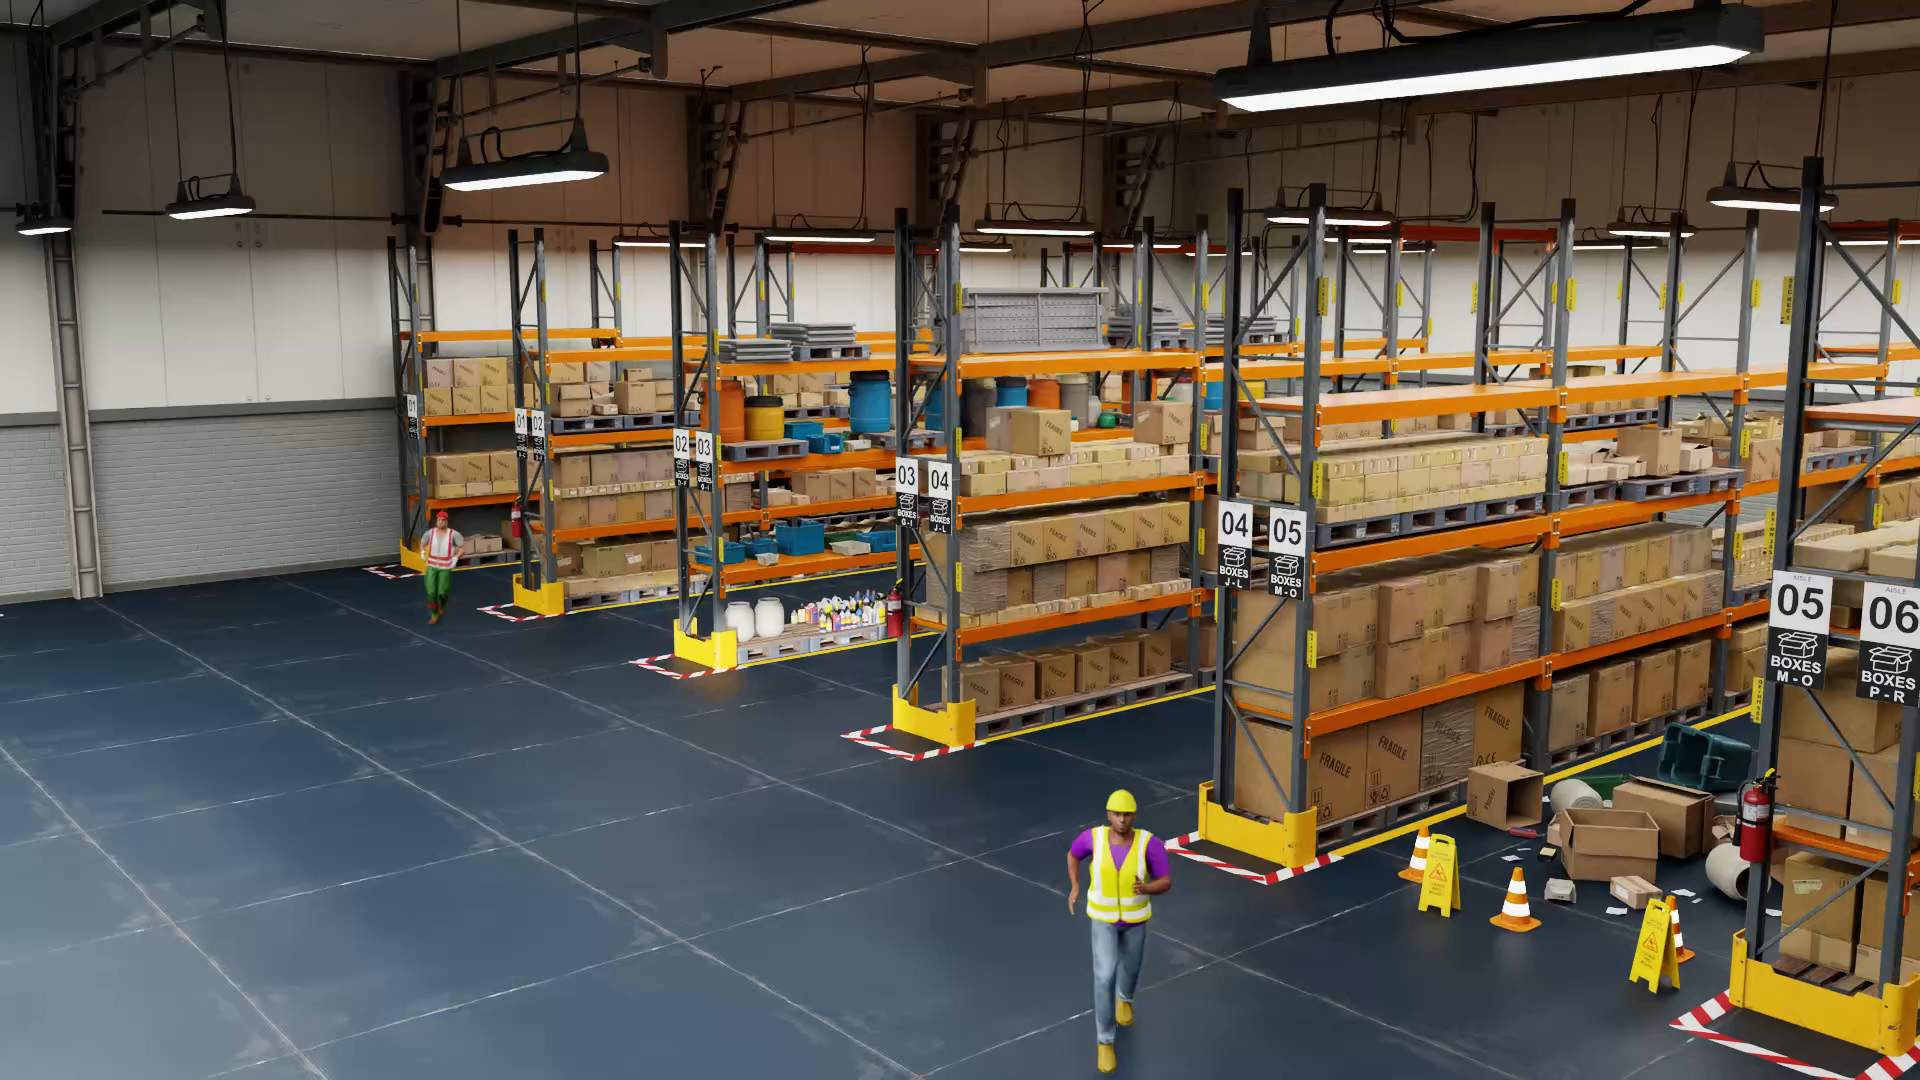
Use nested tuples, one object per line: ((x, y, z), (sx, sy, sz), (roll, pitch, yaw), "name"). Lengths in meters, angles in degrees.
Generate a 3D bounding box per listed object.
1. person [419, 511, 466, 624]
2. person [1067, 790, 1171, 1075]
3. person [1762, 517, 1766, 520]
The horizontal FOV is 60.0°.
((-7.930, 0.419, 25.429), (0.680, 1.726, 0.631), (-1, 9, -4), "person")
((1.075, 2.567, 11.239), (0.682, 1.803, 0.879), (0, 9, 1), "person")
((12.220, 0.481, 25.162), (0.739, 1.665, 0.578), (-8, 12, -43), "person")
